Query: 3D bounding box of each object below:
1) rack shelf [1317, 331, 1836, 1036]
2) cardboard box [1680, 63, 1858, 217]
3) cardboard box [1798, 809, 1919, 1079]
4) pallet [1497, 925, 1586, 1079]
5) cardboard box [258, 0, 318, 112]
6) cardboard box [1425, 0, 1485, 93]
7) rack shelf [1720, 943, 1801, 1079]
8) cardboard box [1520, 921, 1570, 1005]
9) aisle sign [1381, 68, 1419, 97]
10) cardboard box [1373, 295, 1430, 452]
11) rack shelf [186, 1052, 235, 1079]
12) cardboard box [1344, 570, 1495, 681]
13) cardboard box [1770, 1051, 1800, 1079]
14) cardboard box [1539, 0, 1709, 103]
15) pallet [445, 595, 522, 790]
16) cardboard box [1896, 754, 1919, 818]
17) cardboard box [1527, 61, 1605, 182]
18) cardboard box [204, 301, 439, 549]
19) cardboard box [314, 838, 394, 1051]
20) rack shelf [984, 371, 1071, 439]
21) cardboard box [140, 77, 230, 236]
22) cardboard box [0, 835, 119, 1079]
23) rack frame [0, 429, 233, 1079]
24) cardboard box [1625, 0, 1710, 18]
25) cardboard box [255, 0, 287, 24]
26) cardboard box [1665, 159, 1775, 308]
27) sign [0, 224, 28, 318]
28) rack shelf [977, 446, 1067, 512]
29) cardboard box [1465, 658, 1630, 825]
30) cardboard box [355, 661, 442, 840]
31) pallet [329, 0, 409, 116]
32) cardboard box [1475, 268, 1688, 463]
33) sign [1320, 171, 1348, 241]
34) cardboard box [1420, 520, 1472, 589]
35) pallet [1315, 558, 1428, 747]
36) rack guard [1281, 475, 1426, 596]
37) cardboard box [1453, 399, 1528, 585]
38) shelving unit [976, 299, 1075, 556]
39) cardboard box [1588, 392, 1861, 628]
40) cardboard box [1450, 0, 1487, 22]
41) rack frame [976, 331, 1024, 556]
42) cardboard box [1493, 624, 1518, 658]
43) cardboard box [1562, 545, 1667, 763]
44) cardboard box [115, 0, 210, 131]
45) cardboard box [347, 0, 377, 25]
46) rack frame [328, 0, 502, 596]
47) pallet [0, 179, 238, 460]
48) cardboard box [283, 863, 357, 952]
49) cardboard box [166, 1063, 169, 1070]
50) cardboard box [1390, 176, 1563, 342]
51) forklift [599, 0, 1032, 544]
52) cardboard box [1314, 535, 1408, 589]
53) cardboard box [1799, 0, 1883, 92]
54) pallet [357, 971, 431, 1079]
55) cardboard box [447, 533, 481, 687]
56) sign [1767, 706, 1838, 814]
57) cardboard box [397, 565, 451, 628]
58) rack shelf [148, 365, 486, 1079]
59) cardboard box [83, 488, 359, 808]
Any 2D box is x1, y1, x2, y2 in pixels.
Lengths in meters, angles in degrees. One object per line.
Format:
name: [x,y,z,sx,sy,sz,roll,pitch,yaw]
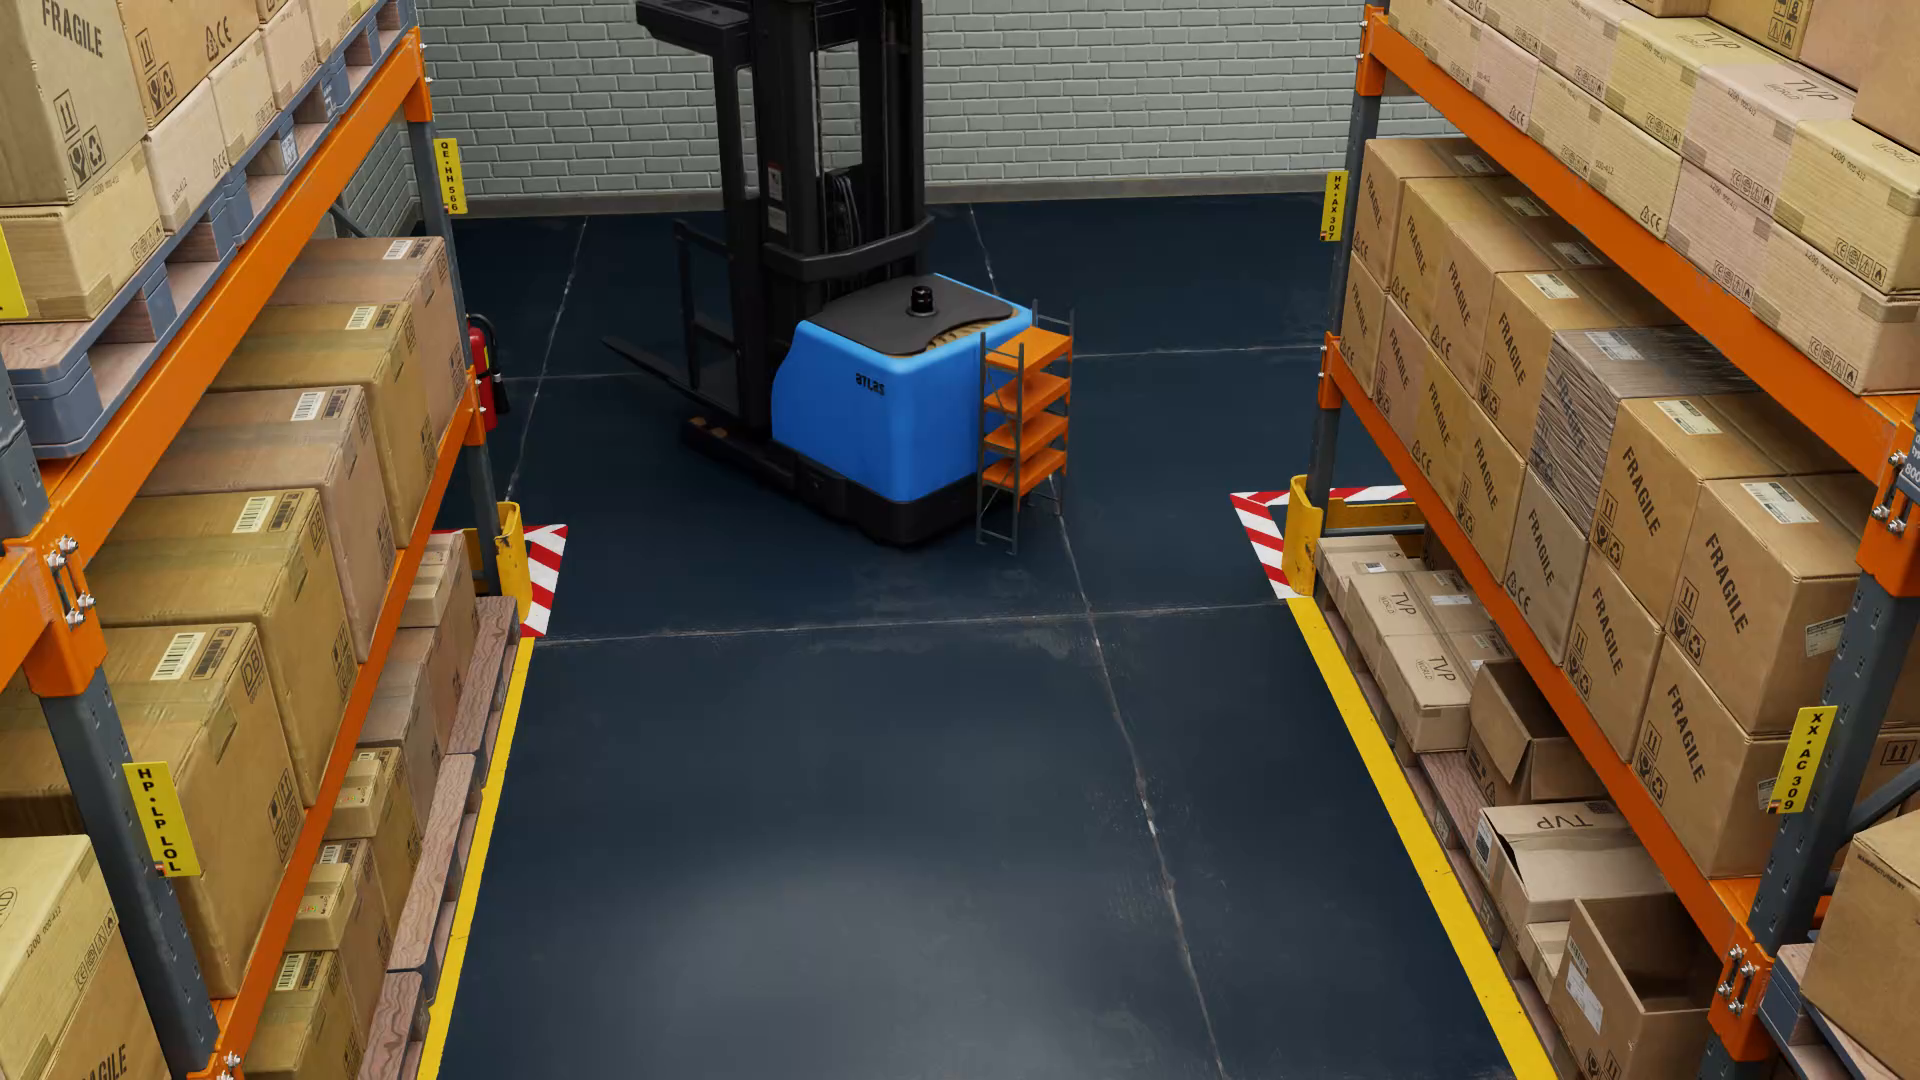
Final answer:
rack shelf: [2.418,0.171,6.241,1.077,0.370,4.000,-3,31,-5]
cardboard box: [2.245,-1.046,4.309,0.500,0.250,0.500,-3,31,-5]
cardboard box: [2.426,0.912,3.790,0.700,0.500,0.500,-13,33,-21]
pallet: [2.541,1.729,5.649,1.003,0.211,1.213,-3,31,-5]
cardboard box: [-2.265,-1.474,5.007,0.500,0.250,0.500,-4,31,-6]
cardboard box: [2.059,-1.852,6.147,0.500,0.250,0.500,-3,31,-5]
rack shelf: [2.791,2.213,2.822,1.077,0.370,4.000,-3,31,-5]
cardboard box: [2.174,1.452,5.745,0.380,0.149,0.250,-3,31,-5]
aisle sign: [1.932,-2.296,7.134,0.394,0.787,0.004,-3,31,-5]
cardboard box: [2.063,-0.700,6.899,0.500,0.500,0.500,-3,31,-5]
rack shelf: [-2.140,2.452,2.421,1.077,0.370,4.000,-3,31,-5]
cardboard box: [2.046,0.379,7.443,0.500,0.250,0.500,-3,31,-5]
cardboard box: [2.781,1.624,5.299,0.500,0.311,0.500,-3,31,-5]
cardboard box: [2.155,-1.556,5.164,0.500,0.250,0.500,-3,31,-5]
pallet: [-2.548,0.682,7.403,1.003,0.211,1.213,-3,31,-5]
cardboard box: [2.828,0.567,4.779,0.500,0.500,0.500,-2,31,-3]
cardboard box: [2.161,-1.342,5.293,0.500,0.250,0.500,-3,31,-5]
cardboard box: [-2.564,-0.418,6.232,0.980,0.700,0.700,-3,31,-5]
cardboard box: [-2.339,1.372,5.557,0.700,0.500,0.500,-3,31,-5]
rack shelf: [0.333,-0.705,8.450,0.258,0.148,0.480,19,36,28]
cardboard box: [-2.163,-0.951,4.131,0.500,0.250,0.500,-3,31,-6]
cardboard box: [-2.029,0.847,3.268,0.500,0.250,0.500,-2,31,-3]
rack frame: [-2.327,1.122,3.946,1.000,3.000,0.127,-3,31,-5]
cardboard box: [2.364,-1.888,4.989,0.700,0.500,0.500,-3,31,-5]
cardboard box: [-2.268,-1.806,4.831,0.500,0.500,0.500,-4,31,-7]
cardboard box: [2.258,-0.832,4.438,0.500,0.250,0.500,-3,31,-5]
sign: [-1.788,-0.554,3.015,0.100,0.325,0.005,-3,31,-5]
rack shelf: [0.327,-0.344,8.670,0.258,0.148,0.480,19,36,28]
cardboard box: [2.424,0.807,6.479,0.797,0.503,0.637,-3,31,-5]
cardboard box: [-2.442,0.838,6.451,0.700,0.500,0.500,-4,31,-6]
pallet: [-2.621,-1.791,5.985,1.003,0.211,1.213,-3,31,-5]
cardboard box: [2.156,-0.611,5.775,0.500,0.500,0.500,-3,31,-5]
sign: [1.690,-1.505,7.500,0.100,0.325,0.005,-3,31,-5]
cardboard box: [2.527,-0.009,7.849,0.500,0.500,0.500,-3,31,-5]
pallet: [2.313,0.484,7.734,1.003,0.211,1.213,-3,31,-5]
rack guard: [2.238,-0.047,8.342,1.175,0.500,0.348,-3,31,-5]
cardboard box: [2.152,-0.188,6.042,0.500,0.500,0.500,-2,31,-4]
shelving unit: [0.331,-0.571,8.532,0.258,1.200,0.503,19,36,28]
cardboard box: [2.249,-0.096,4.914,0.500,0.500,0.500,-3,31,-6]
cardboard box: [2.059,-2.067,6.019,0.500,0.250,0.500,-3,31,-5]
rack frame: [0.197,-0.467,8.357,0.240,1.200,0.015,19,36,28]
cardboard box: [2.586,0.585,7.099,0.500,0.250,0.500,-3,31,-5]
cardboard box: [2.253,0.334,5.168,0.500,0.500,0.500,-2,31,-3]
cardboard box: [-2.169,-1.286,3.960,0.500,0.500,0.500,-3,31,-6]
cardboard box: [-2.368,-2.005,5.896,0.500,0.250,0.500,-2,31,-3]
rack frame: [-2.701,-0.920,7.365,1.000,3.000,0.127,-3,31,-5]
pallet: [-2.393,-0.546,3.900,1.003,0.211,1.213,-3,31,-5]
cardboard box: [-2.145,1.166,5.268,0.380,0.149,0.250,-2,31,-3]
cardboard box: [-2.479,1.433,4.821,0.380,0.149,0.250,-3,31,-5]
cardboard box: [2.066,-1.126,6.637,0.500,0.500,0.500,-2,31,-4]
forklift: [-0.972,-1.897,9.068,1.130,2.935,3.031,-26,40,-37]
cardboard box: [1.928,0.106,7.998,0.380,0.149,0.250,-3,31,-5]
cardboard box: [2.615,-1.386,4.147,0.700,0.500,0.500,-3,31,-5]
pallet: [-2.320,1.927,5.317,1.003,0.211,1.213,-3,31,-5]
cardboard box: [-2.536,0.325,7.308,0.700,0.500,0.500,-3,31,-5]
sign: [2.065,0.541,4.075,0.100,0.325,0.005,-3,31,-5]
cardboard box: [-2.318,0.234,6.828,0.380,0.149,0.250,-2,31,-3]
rack shelf: [-2.514,0.410,5.840,1.077,0.370,4.000,-3,31,-5]
cardboard box: [-2.424,0.343,4.959,0.980,0.700,0.700,-4,31,-6]
